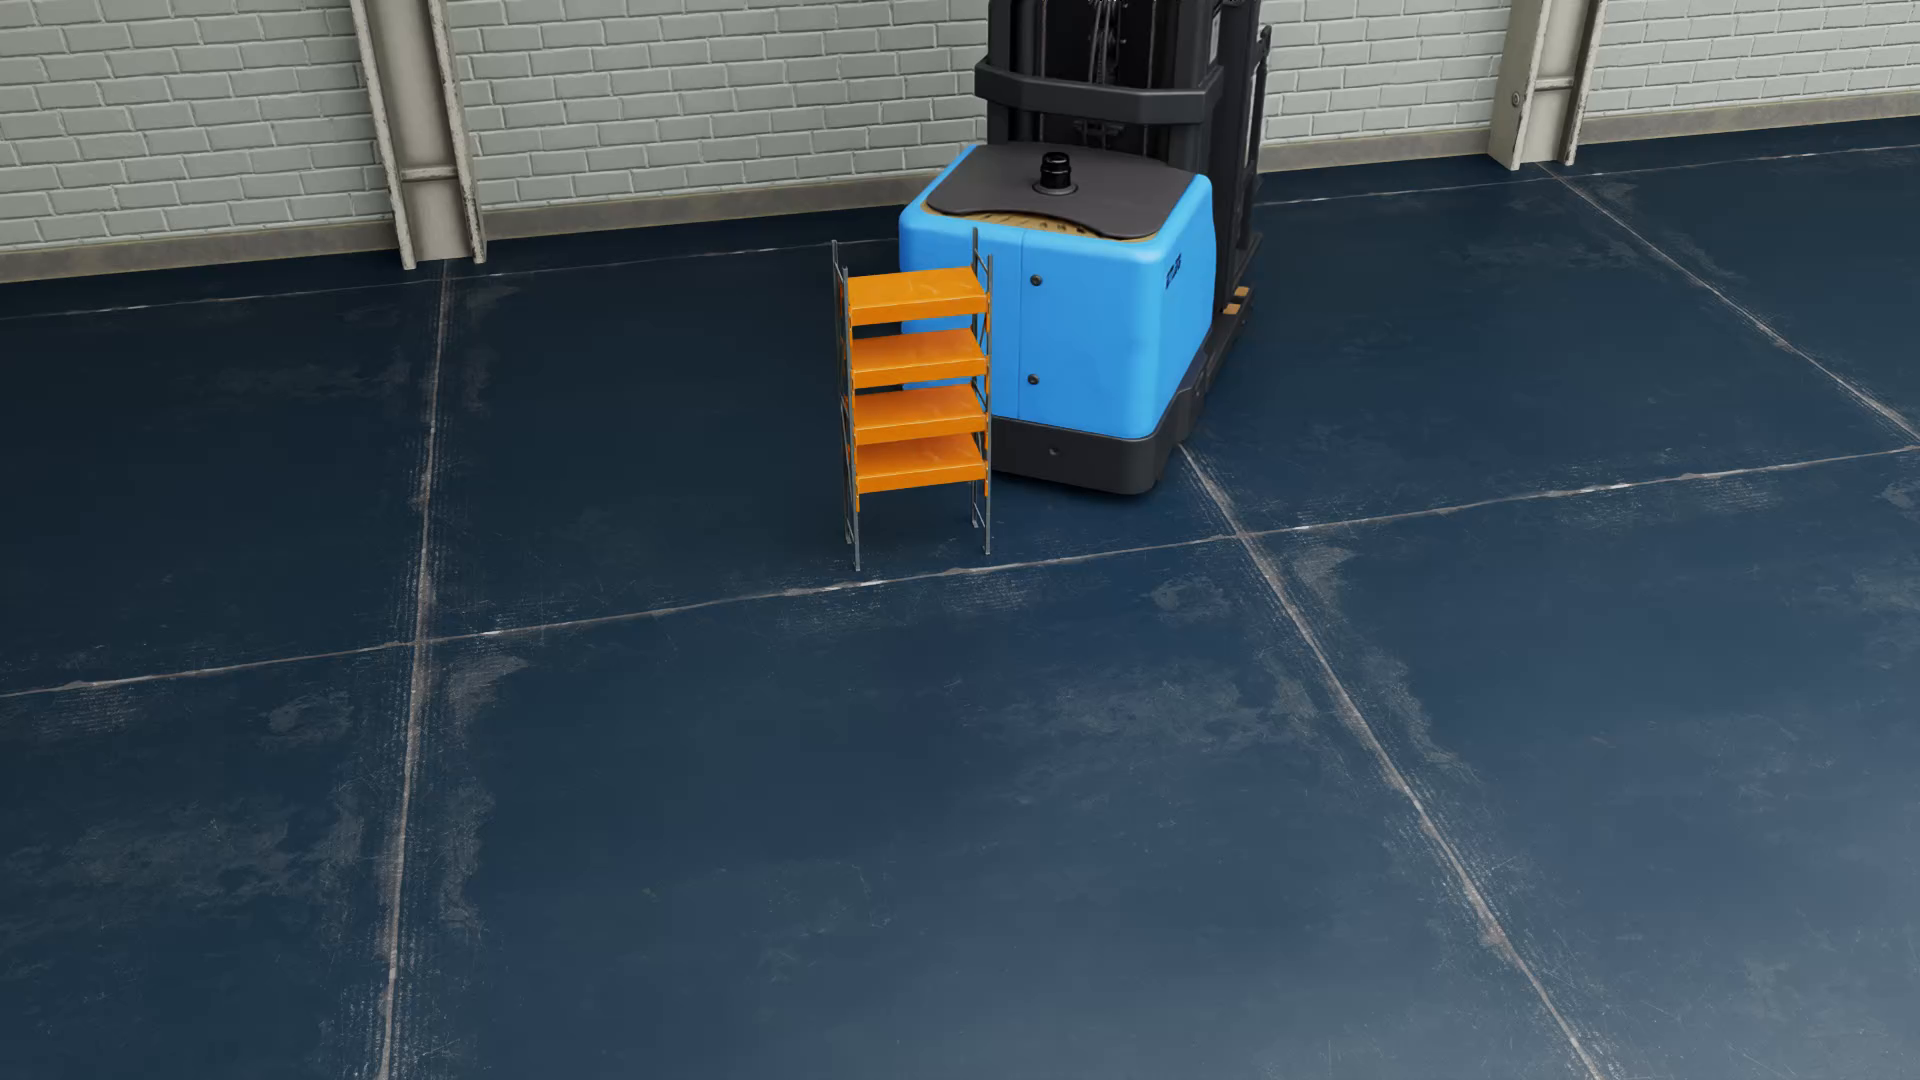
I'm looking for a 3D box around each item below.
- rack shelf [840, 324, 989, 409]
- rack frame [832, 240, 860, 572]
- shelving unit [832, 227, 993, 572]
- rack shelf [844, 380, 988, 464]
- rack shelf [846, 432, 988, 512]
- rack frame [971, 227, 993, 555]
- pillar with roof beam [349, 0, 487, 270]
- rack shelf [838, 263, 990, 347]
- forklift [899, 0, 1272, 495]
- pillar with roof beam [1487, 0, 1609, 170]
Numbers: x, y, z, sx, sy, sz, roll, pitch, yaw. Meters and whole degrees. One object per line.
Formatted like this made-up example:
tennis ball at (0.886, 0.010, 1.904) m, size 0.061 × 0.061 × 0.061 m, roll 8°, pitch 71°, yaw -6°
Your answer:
rack shelf at (-0.161, -0.608, 5.798) m, size 0.480 × 0.148 × 0.258 m, roll -7°, pitch 35°, yaw -11°
rack frame at (-0.399, -0.448, 5.841) m, size 0.015 × 1.200 × 0.240 m, roll -7°, pitch 35°, yaw -11°
shelving unit at (-0.161, -0.478, 5.885) m, size 0.503 × 1.200 × 0.258 m, roll -7°, pitch 35°, yaw -11°
rack shelf at (-0.161, -0.422, 5.923) m, size 0.480 × 0.148 × 0.258 m, roll -7°, pitch 35°, yaw -11°
rack shelf at (-0.161, -0.257, 6.033) m, size 0.480 × 0.148 × 0.258 m, roll -7°, pitch 35°, yaw -11°
rack frame at (0.077, -0.508, 5.930) m, size 0.015 × 1.200 × 0.240 m, roll -7°, pitch 35°, yaw -11°
pillar with roof beam at (-1.651, -2.845, 2.414) m, size 0.400 × 9.000 × 9.100 m, roll -7°, pitch 35°, yaw -11°
rack shelf at (-0.161, -0.804, 5.666) m, size 0.480 × 0.148 × 0.258 m, roll -7°, pitch 35°, yaw -11°
forklift at (0.741, -2.206, 6.907) m, size 1.130 × 2.935 × 3.031 m, roll 12°, pitch 36°, yaw 17°
pillar with roof beam at (4.201, -3.583, 3.513) m, size 0.400 × 9.000 × 9.100 m, roll -7°, pitch 35°, yaw -11°
